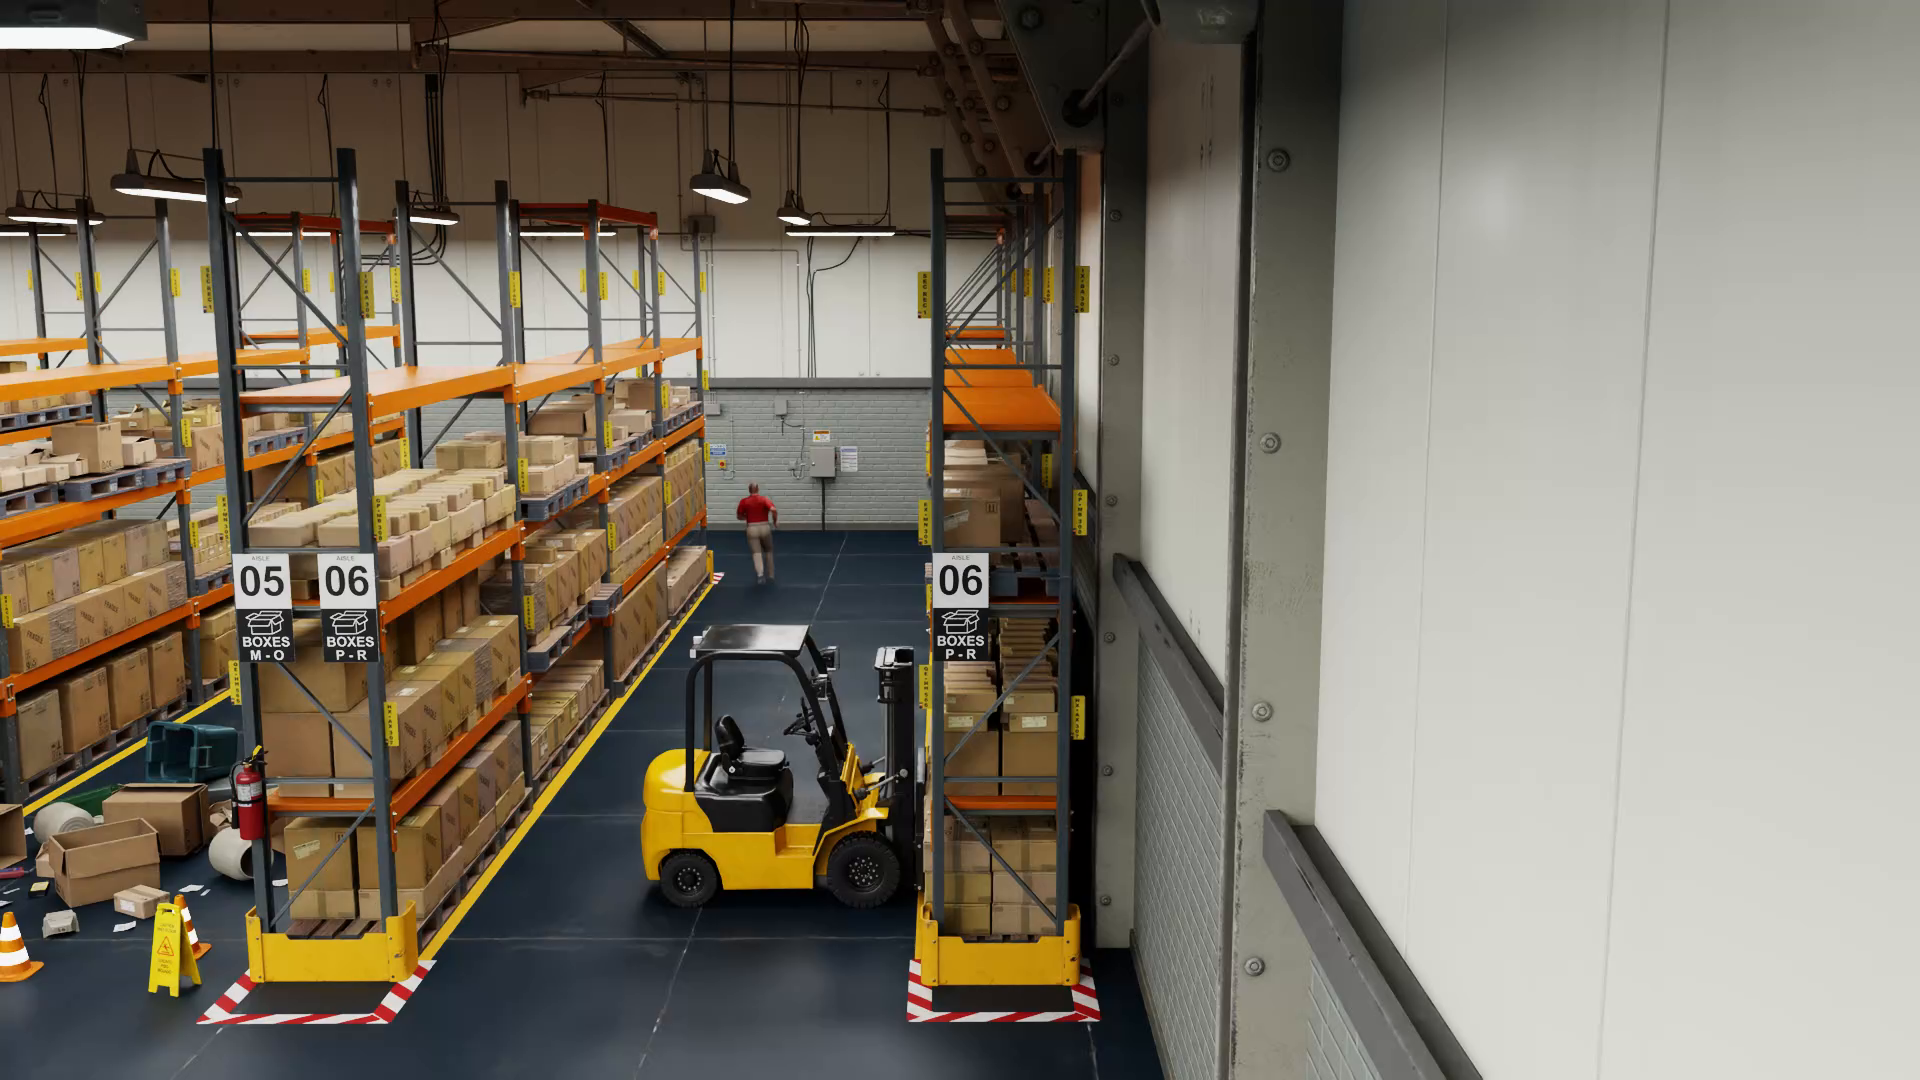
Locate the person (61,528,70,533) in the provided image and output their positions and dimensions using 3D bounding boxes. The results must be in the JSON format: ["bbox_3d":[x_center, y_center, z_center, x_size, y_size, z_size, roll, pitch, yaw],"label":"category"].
[{"bbox_3d":[-12.799,0.588,23.989,0.521,1.550,0.577,-1,9,-9],"label":"person"}]

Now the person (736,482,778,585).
[{"bbox_3d":[-3.373,-0.123,27.652,0.685,1.689,1.013,-1,9,-5],"label":"person"}]
